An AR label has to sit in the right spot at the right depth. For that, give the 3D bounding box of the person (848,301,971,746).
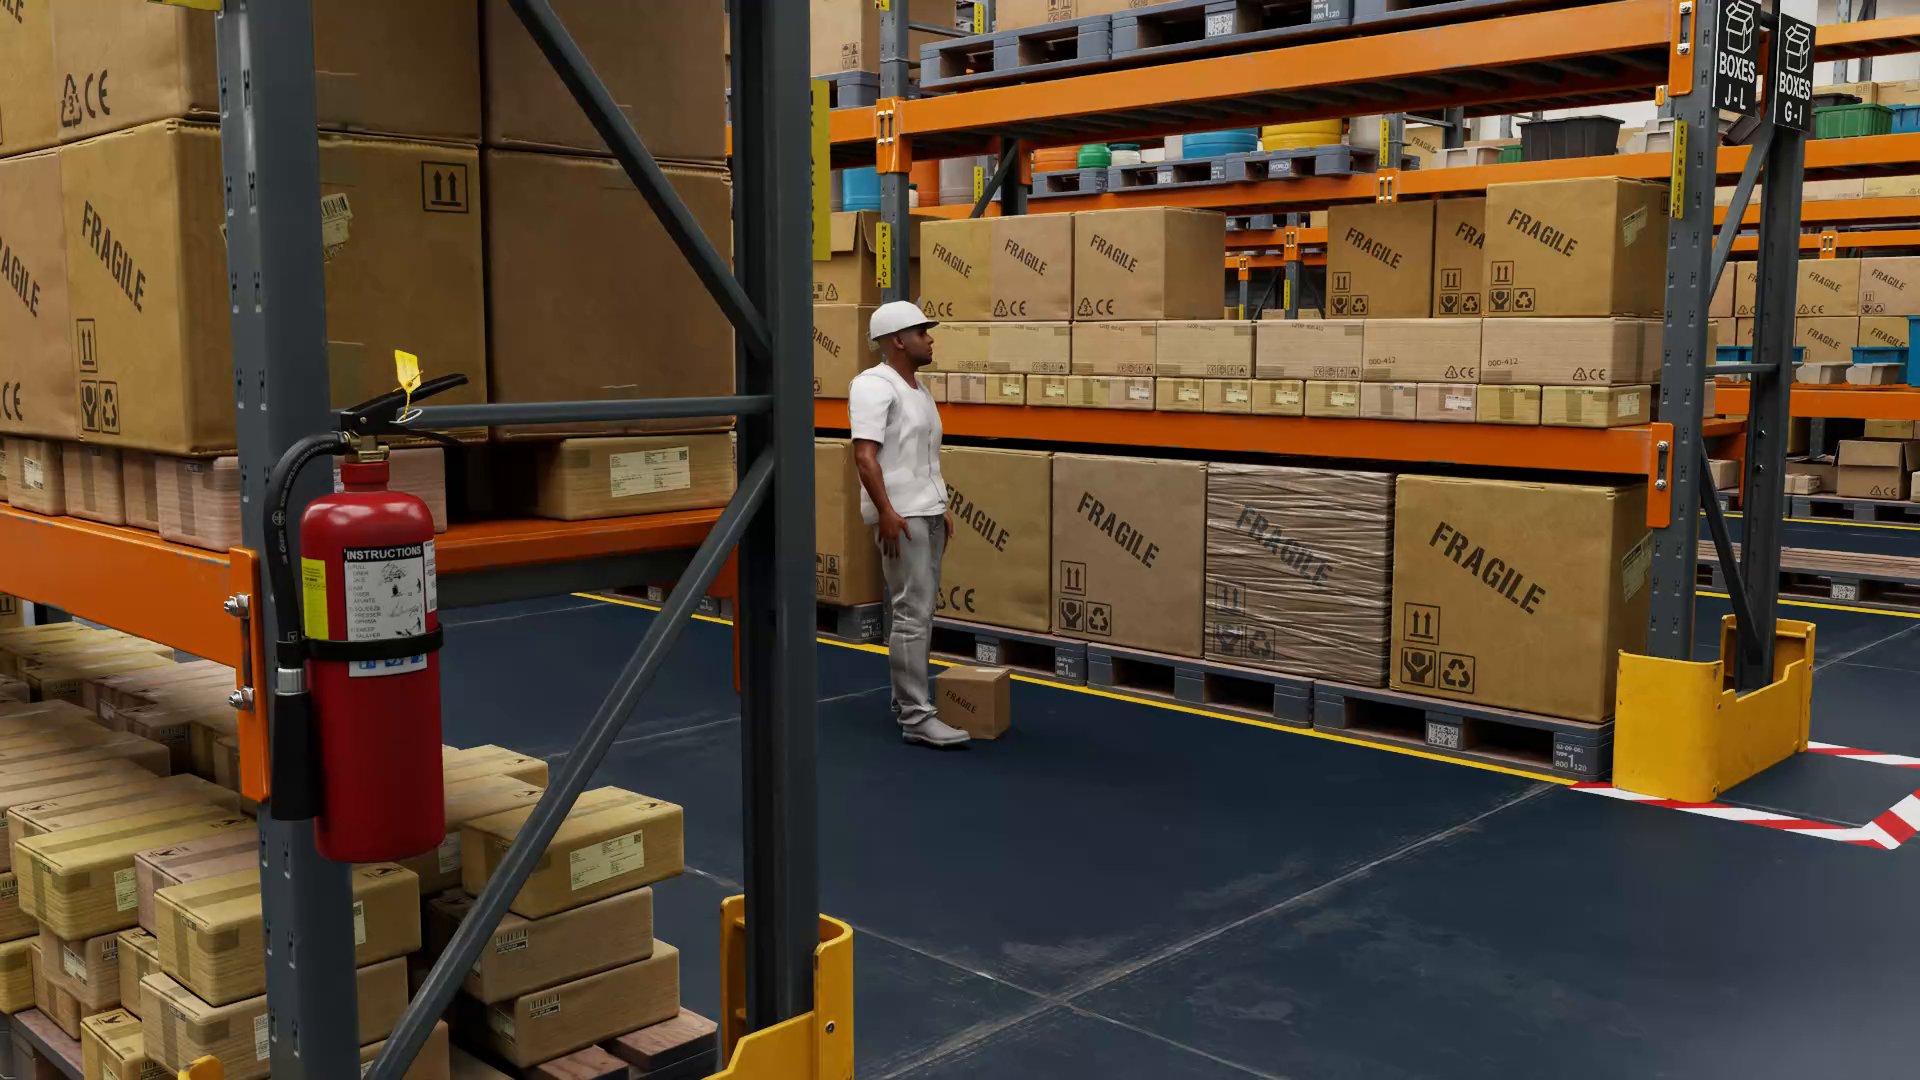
[{"bbox_3d":[-0.143,-0.090,6.839,0.574,1.764,0.665,2,7,19],"label":"person"}]
